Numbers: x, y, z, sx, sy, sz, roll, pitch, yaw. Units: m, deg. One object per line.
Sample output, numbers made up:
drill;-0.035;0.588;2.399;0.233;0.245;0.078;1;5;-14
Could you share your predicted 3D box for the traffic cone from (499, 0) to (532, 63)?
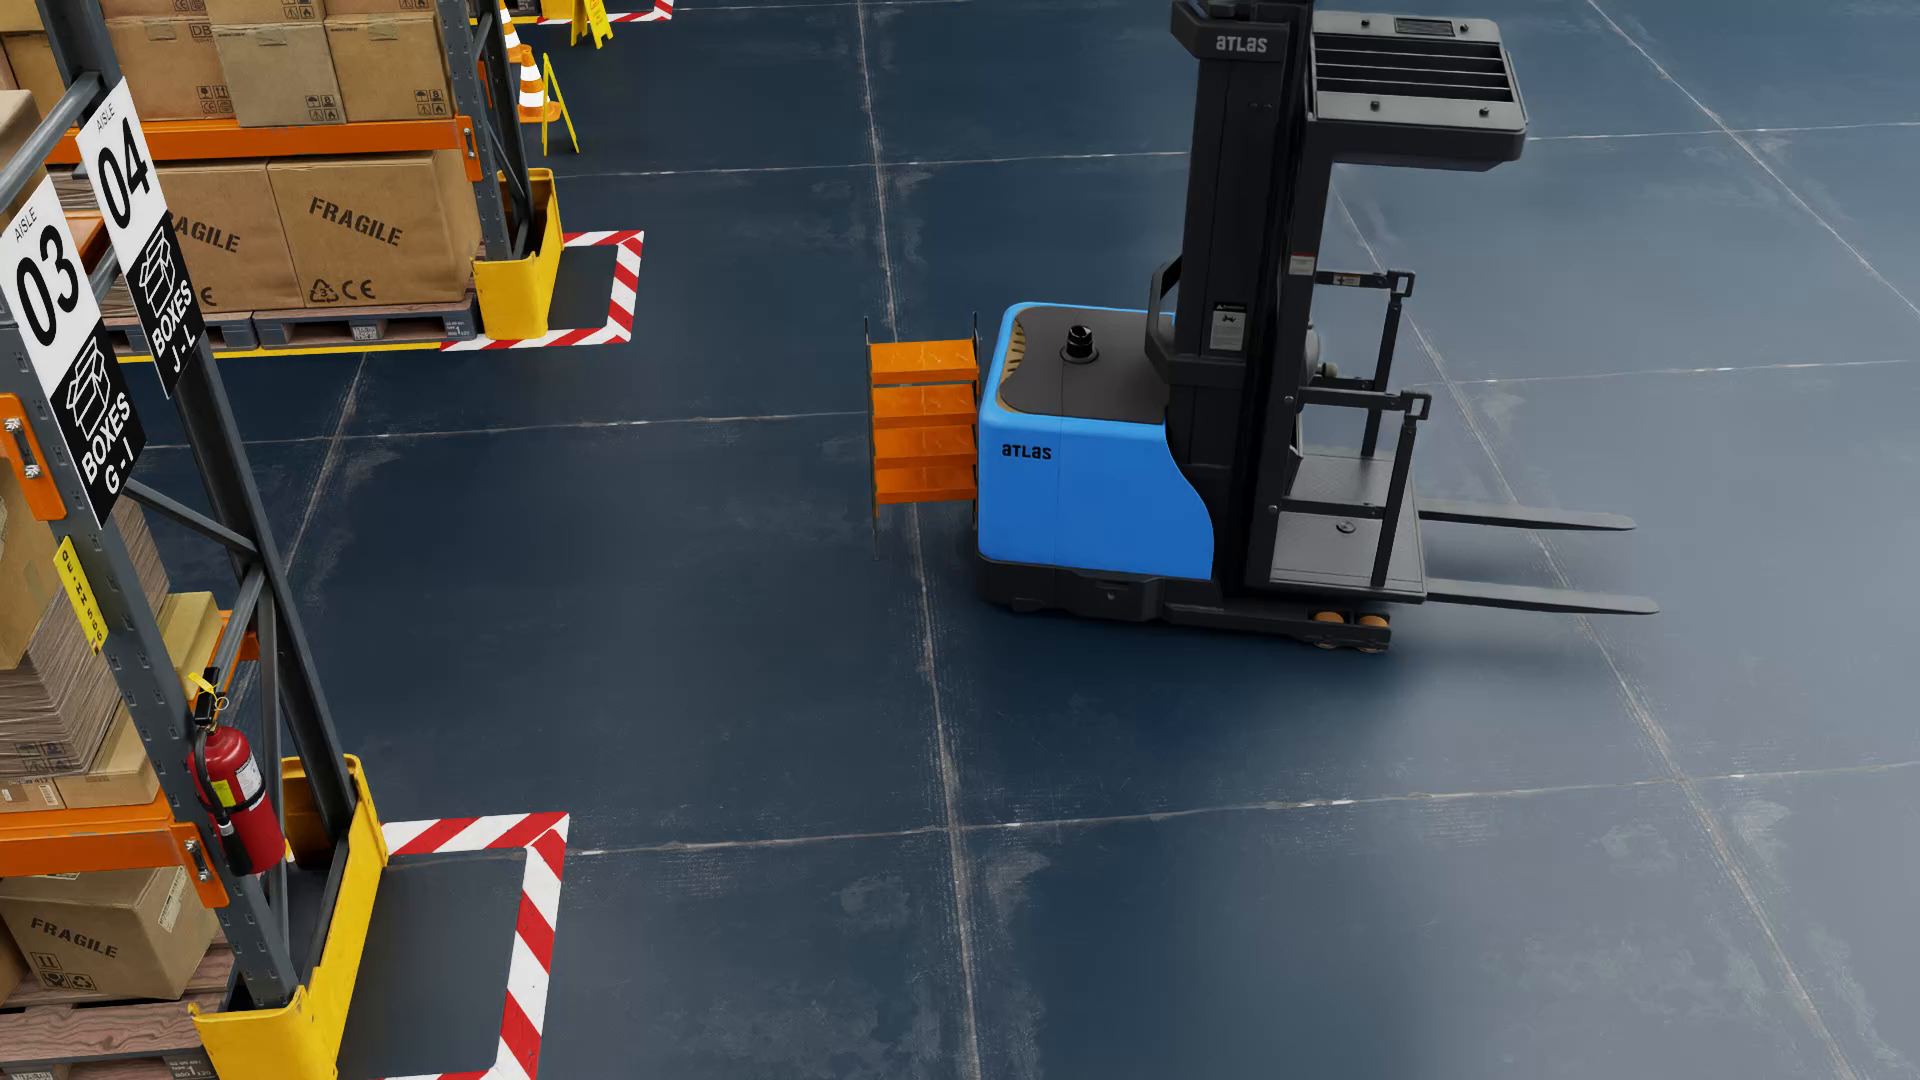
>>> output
traffic cone;-3.478;-3.917;12.663;0.334;0.463;0.336;-3;38;-4

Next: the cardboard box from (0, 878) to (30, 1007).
cardboard box;-3.502;1.276;5.712;0.500;0.500;0.500;6;39;8

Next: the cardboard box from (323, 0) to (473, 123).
cardboard box;-2.991;-2.695;8.944;0.550;0.550;0.875;-3;38;-4

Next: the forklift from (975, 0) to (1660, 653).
forklift;1.630;-1.002;6.975;3.031;2.935;1.130;5;39;7

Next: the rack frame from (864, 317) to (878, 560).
rack frame;-0.408;-0.449;7.672;0.015;1.200;0.240;-3;38;-4

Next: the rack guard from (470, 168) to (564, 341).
rack guard;-2.601;-1.704;9.828;0.348;0.500;1.175;-3;38;-4

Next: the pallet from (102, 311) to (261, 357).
pallet;-4.627;-1.432;9.717;1.213;0.211;1.003;-3;38;-4

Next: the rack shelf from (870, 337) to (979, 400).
rack shelf;-0.165;-0.770;7.445;0.480;0.148;0.258;-3;38;-4

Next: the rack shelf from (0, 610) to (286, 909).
rack shelf;-4.279;0.774;5.250;4.000;0.370;1.077;-3;38;-4

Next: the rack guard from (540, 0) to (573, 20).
rack guard;-3.240;-4.747;13.685;0.348;0.500;1.175;-3;38;-4

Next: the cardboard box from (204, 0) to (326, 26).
cardboard box;-3.538;-3.083;8.565;0.550;0.550;0.875;-3;38;-4

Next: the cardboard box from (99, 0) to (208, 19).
cardboard box;-4.108;-3.136;8.633;0.550;0.550;0.875;-3;38;-4

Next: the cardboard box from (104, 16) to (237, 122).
cardboard box;-4.106;-2.698;8.948;0.550;0.550;0.875;-3;38;-4

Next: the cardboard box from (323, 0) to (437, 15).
cardboard box;-2.998;-3.170;8.676;0.550;0.550;0.875;-3;38;-4

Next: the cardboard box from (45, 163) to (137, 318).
cardboard box;-5.079;-1.838;9.357;0.875;0.875;0.875;-3;38;-4

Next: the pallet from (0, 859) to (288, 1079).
pallet;-3.175;1.503;5.996;1.213;0.211;1.003;-3;38;-4

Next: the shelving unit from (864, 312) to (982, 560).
shelving unit;-0.165;-0.462;7.689;0.503;1.200;0.258;-3;38;-4

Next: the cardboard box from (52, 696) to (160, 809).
cardboard box;-2.552;0.623;5.063;0.250;0.149;0.380;-3;38;-4

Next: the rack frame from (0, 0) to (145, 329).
rack frame;-2.287;-1.973;3.308;0.127;3.000;1.000;-3;38;-4

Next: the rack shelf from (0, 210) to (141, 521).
rack shelf;-4.279;-0.404;4.321;4.000;0.370;1.077;-3;38;-4

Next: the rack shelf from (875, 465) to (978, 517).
rack shelf;-0.165;-0.253;7.853;0.480;0.148;0.258;-3;38;-4

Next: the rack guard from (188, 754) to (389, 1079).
rack guard;-2.362;1.367;5.936;0.348;0.500;1.175;-3;38;-4

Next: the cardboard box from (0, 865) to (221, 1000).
cardboard box;-2.910;1.222;5.780;0.500;0.500;0.500;4;38;4

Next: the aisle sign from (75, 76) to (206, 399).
aisle sign;-2.251;-0.827;4.600;0.004;0.787;0.394;-3;38;-4

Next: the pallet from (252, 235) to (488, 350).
pallet;-3.415;-1.497;9.799;1.213;0.211;1.003;-3;38;-4

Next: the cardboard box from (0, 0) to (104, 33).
cardboard box;-4.624;-3.027;8.494;0.500;0.550;0.875;-3;38;-4

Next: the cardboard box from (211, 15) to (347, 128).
cardboard box;-3.537;-2.651;8.889;0.550;0.550;0.875;-3;38;-4

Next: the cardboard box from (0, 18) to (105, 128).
cardboard box;-4.630;-2.643;8.879;0.500;0.550;0.875;-3;38;-4

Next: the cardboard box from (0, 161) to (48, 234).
cardboard box;-2.789;-0.870;4.453;0.500;0.250;0.500;-2;38;-3

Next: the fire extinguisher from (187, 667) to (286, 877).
fire extinguisher;-2.132;0.690;4.838;0.183;0.674;0.296;-3;38;-4

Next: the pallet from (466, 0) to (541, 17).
pallet;-4.052;-4.611;13.746;1.213;0.211;1.003;-3;38;-4

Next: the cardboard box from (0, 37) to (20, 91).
cardboard box;-5.149;-2.552;8.764;0.550;0.550;0.875;-3;38;-4

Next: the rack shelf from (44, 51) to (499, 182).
rack shelf;-4.617;-2.292;9.136;4.000;0.370;1.077;-3;38;-4

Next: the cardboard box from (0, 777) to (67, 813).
cardboard box;-2.801;0.637;5.046;0.250;0.149;0.380;-3;38;-4

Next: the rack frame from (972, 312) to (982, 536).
rack frame;0.078;-0.475;7.706;0.015;1.200;0.240;-3;38;-4

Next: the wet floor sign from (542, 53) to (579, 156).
wet floor sign;-2.772;-2.983;11.332;0.232;0.644;0.267;-9;39;-12

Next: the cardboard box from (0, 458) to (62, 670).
cardboard box;-2.813;0.016;4.502;0.500;0.500;0.500;-3;38;-4

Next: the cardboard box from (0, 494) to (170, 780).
cardboard box;-2.837;0.239;5.027;0.500;0.500;0.875;-3;38;-4

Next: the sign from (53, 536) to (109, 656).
sign;-2.257;0.147;4.275;0.005;0.325;0.100;-3;38;-4

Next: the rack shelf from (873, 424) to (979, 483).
rack shelf;-0.165;-0.409;7.731;0.480;0.148;0.258;-3;38;-4

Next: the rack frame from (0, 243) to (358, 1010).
rack frame;-2.287;0.382;5.167;0.127;3.000;1.000;-3;38;-4

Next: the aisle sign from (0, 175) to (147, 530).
aisle sign;-2.198;-0.457;4.131;0.004;0.787;0.394;-3;38;-4

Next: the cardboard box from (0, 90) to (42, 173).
cardboard box;-2.581;-1.021;4.322;0.250;0.149;0.380;-3;38;-4

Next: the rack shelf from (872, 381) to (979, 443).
rack shelf;-0.165;-0.585;7.592;0.480;0.148;0.258;-3;38;-4

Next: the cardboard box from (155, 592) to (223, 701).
cardboard box;-2.592;0.349;5.411;0.250;0.149;0.380;-3;38;-4

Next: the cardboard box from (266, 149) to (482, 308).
cardboard box;-3.295;-1.937;9.481;0.875;0.875;0.875;-3;38;-4

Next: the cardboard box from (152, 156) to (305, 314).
cardboard box;-4.171;-1.887;9.419;0.875;0.875;0.875;-4;38;-5

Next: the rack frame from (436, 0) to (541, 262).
rack frame;-2.625;-2.684;9.052;0.127;3.000;1.000;-3;38;-4

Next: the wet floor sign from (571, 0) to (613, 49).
wet floor sign;-2.880;-4.159;12.822;0.232;0.644;0.267;9;39;12

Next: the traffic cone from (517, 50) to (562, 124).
traffic cone;-3.041;-3.251;11.819;0.334;0.463;0.336;-3;38;-4
